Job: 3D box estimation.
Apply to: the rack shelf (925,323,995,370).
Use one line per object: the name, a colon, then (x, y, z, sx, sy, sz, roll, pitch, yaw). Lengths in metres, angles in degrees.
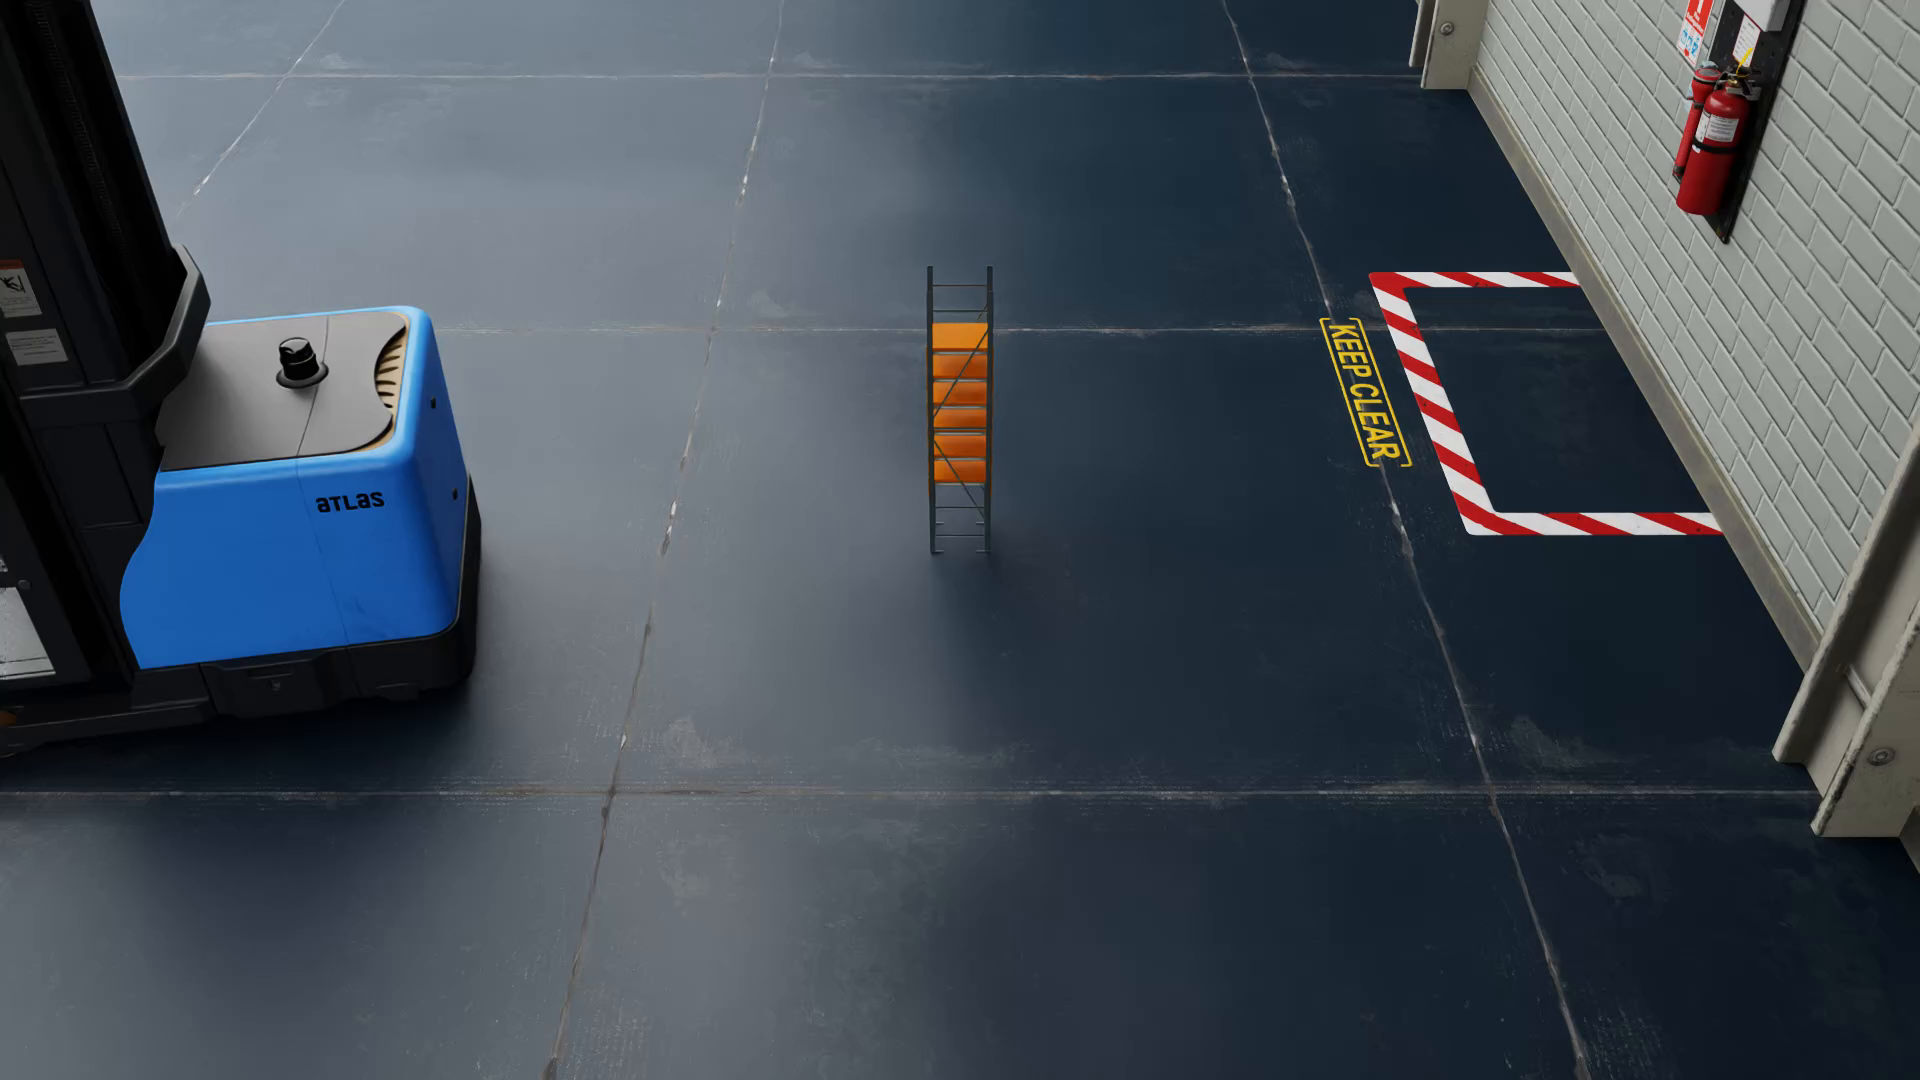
rack shelf: (0.000, -0.724, 6.189, 0.258, 0.103, 0.180, 0, 39, 0)

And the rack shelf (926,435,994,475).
rack shelf: (0.000, -0.349, 6.489, 0.258, 0.103, 0.180, 0, 39, 0)

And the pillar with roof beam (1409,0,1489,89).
pillar with roof beam: (-1.314, -6.400, 7.540, 9.100, 9.000, 0.400, 0, 39, 0)

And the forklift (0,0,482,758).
forklift: (-3.346, -0.721, 5.306, 3.031, 2.935, 1.130, -6, 39, -8)

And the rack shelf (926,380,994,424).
rack shelf: (0.000, -0.536, 6.339, 0.258, 0.103, 0.180, 0, 39, 0)

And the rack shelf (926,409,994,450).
rack shelf: (0.000, -0.443, 6.414, 0.258, 0.103, 0.180, 0, 39, 0)

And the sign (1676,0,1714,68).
sign: (3.136, -2.215, 7.087, 0.001, 0.329, 0.234, 0, 39, 0)

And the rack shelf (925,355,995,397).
rack shelf: (0.000, -0.630, 6.264, 0.258, 0.103, 0.180, 0, 39, 0)

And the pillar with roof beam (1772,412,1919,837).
pillar with roof beam: (-1.307, -2.648, 2.858, 9.100, 9.000, 0.400, 0, 39, 0)

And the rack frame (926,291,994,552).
rack frame: (0.000, -0.420, 6.315, 0.240, 1.200, 0.006, 0, 39, 0)

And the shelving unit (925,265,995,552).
shelving unit: (0.000, -0.477, 6.386, 0.258, 1.200, 0.189, 0, 39, 0)

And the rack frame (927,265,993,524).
rack frame: (0.000, -0.534, 6.457, 0.240, 1.200, 0.006, 0, 39, 0)

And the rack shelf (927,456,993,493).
rack shelf: (0.000, -0.255, 6.564, 0.258, 0.103, 0.180, 0, 39, 0)

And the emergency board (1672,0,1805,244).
emergency board: (3.034, -1.855, 6.667, 0.194, 1.169, 0.643, 0, 39, 0)
